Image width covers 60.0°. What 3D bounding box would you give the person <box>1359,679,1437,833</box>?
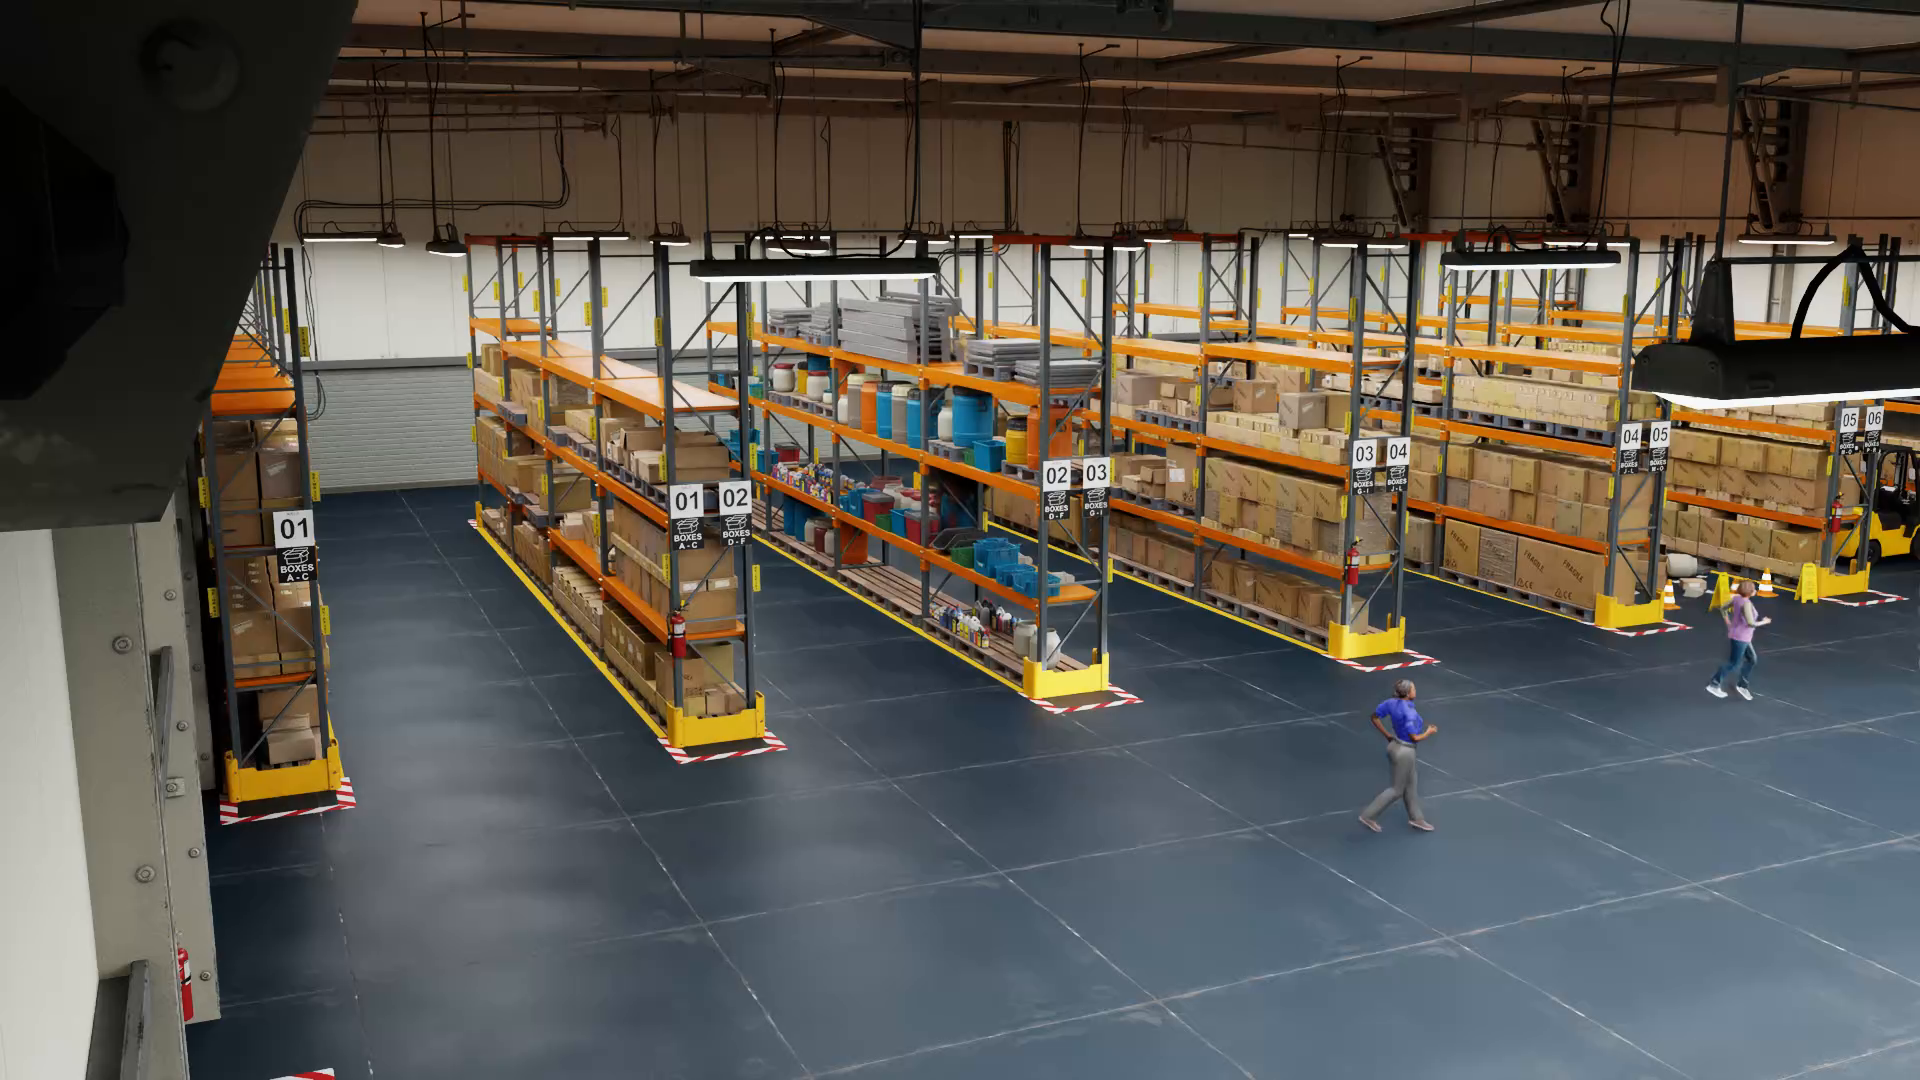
[{"bbox_3d":[4.541,2.288,17.145,0.883,1.586,0.574,-2,11,-9],"label":"person"}]

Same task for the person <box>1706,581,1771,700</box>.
[{"bbox_3d":[10.309,1.343,21.995,0.717,1.650,0.558,3,11,14],"label":"person"}]
